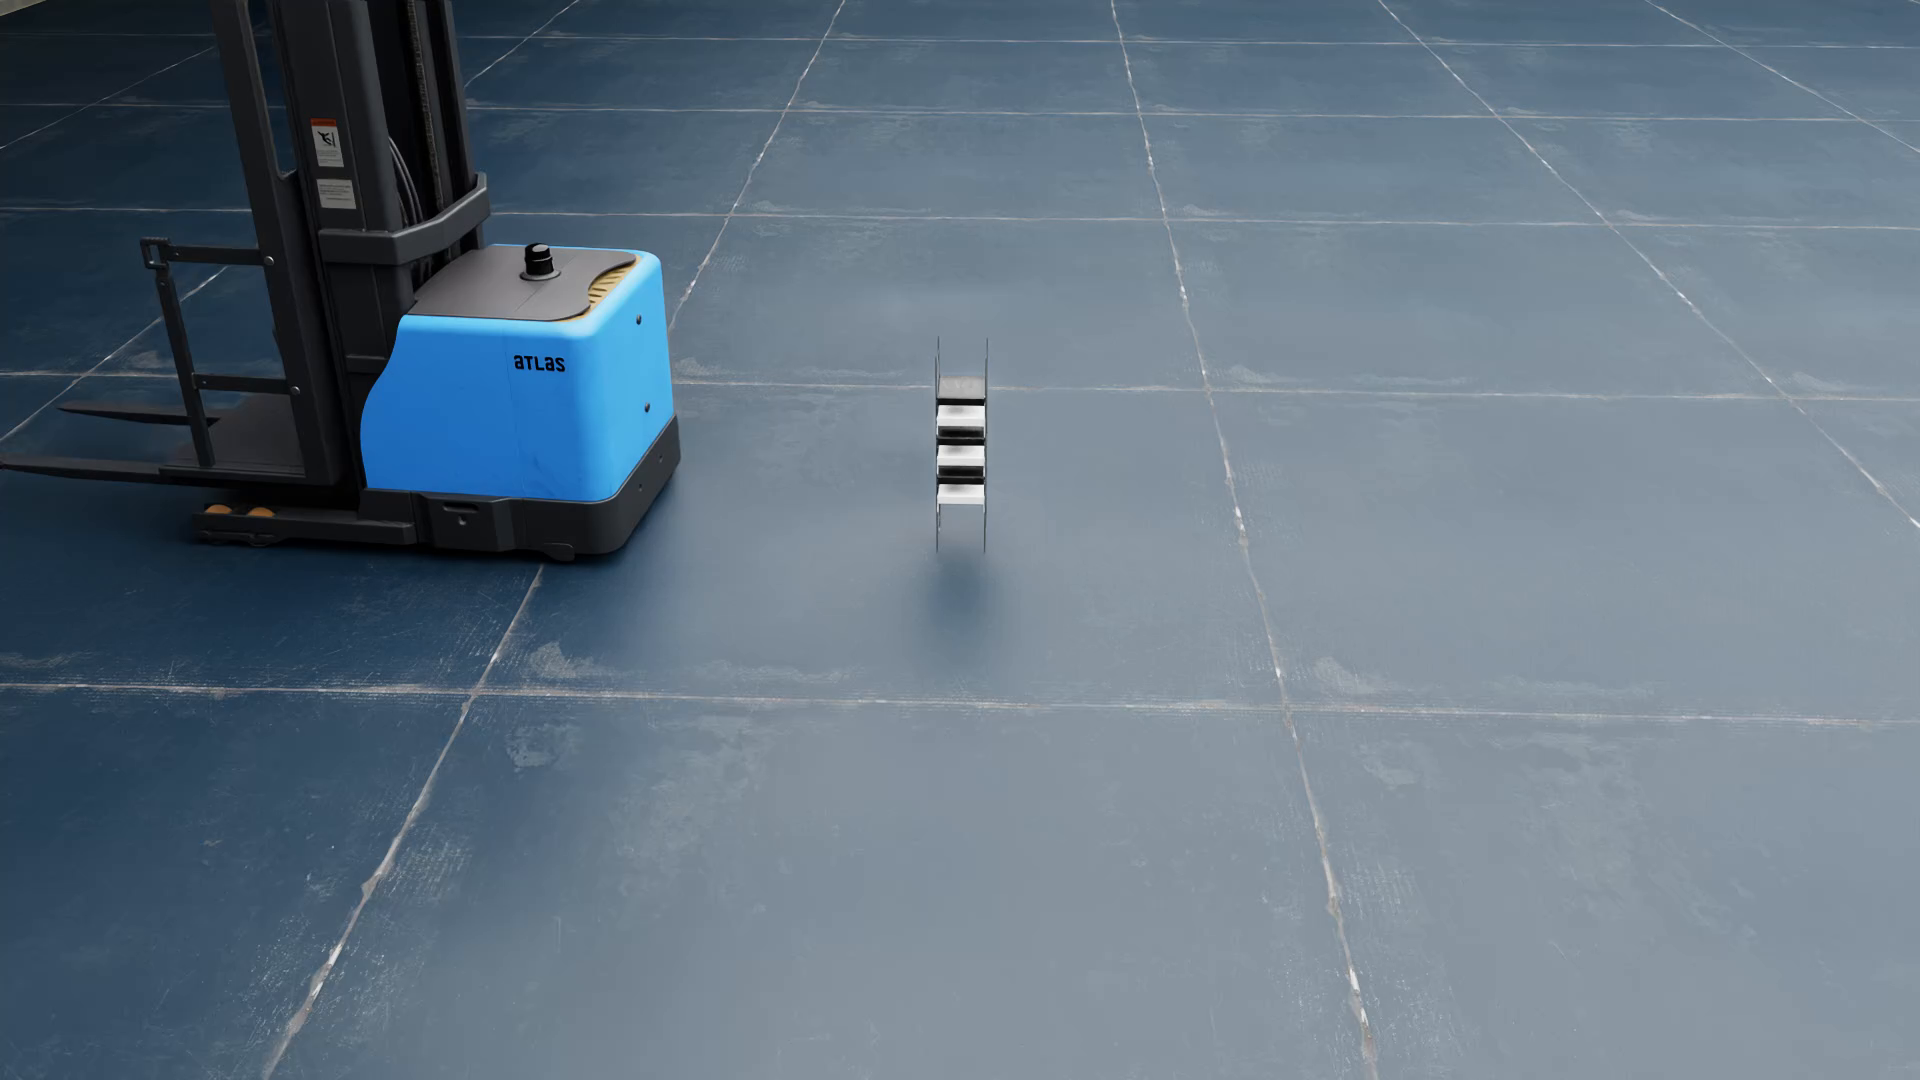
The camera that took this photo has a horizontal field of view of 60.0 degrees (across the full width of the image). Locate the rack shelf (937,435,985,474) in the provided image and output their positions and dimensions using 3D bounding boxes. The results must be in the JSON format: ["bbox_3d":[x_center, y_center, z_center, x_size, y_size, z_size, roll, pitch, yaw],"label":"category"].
[{"bbox_3d":[0.008,-0.368,7.055,0.200,0.077,0.258,1,28,2],"label":"rack shelf"}]

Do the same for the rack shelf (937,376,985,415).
[{"bbox_3d":[0.008,-0.607,6.928,0.200,0.077,0.258,1,28,2],"label":"rack shelf"}]

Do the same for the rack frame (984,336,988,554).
[{"bbox_3d":[0.110,-0.396,7.036,0.006,0.900,0.240,1,28,2],"label":"rack frame"}]

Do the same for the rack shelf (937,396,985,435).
[{"bbox_3d":[0.008,-0.527,6.970,0.200,0.077,0.258,1,28,2],"label":"rack shelf"}]

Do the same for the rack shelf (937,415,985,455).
[{"bbox_3d":[0.008,-0.448,7.012,0.200,0.077,0.258,1,28,2],"label":"rack shelf"}]

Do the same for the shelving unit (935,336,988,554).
[{"bbox_3d":[0.008,-0.397,7.039,0.210,0.900,0.258,1,28,2],"label":"shelving unit"}]

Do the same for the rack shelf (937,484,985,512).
[{"bbox_3d":[0.008,-0.209,7.139,0.200,0.077,0.258,1,28,2],"label":"rack shelf"}]

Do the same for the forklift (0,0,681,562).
[{"bbox_3d":[-2.871,-1.506,6.961,3.031,2.935,1.130,4,28,7],"label":"forklift"}]

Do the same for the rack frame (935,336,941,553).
[{"bbox_3d":[-0.093,-0.399,7.042,0.006,0.900,0.240,1,28,2],"label":"rack frame"}]

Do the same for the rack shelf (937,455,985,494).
[{"bbox_3d":[0.008,-0.288,7.097,0.200,0.077,0.258,1,28,2],"label":"rack shelf"}]
